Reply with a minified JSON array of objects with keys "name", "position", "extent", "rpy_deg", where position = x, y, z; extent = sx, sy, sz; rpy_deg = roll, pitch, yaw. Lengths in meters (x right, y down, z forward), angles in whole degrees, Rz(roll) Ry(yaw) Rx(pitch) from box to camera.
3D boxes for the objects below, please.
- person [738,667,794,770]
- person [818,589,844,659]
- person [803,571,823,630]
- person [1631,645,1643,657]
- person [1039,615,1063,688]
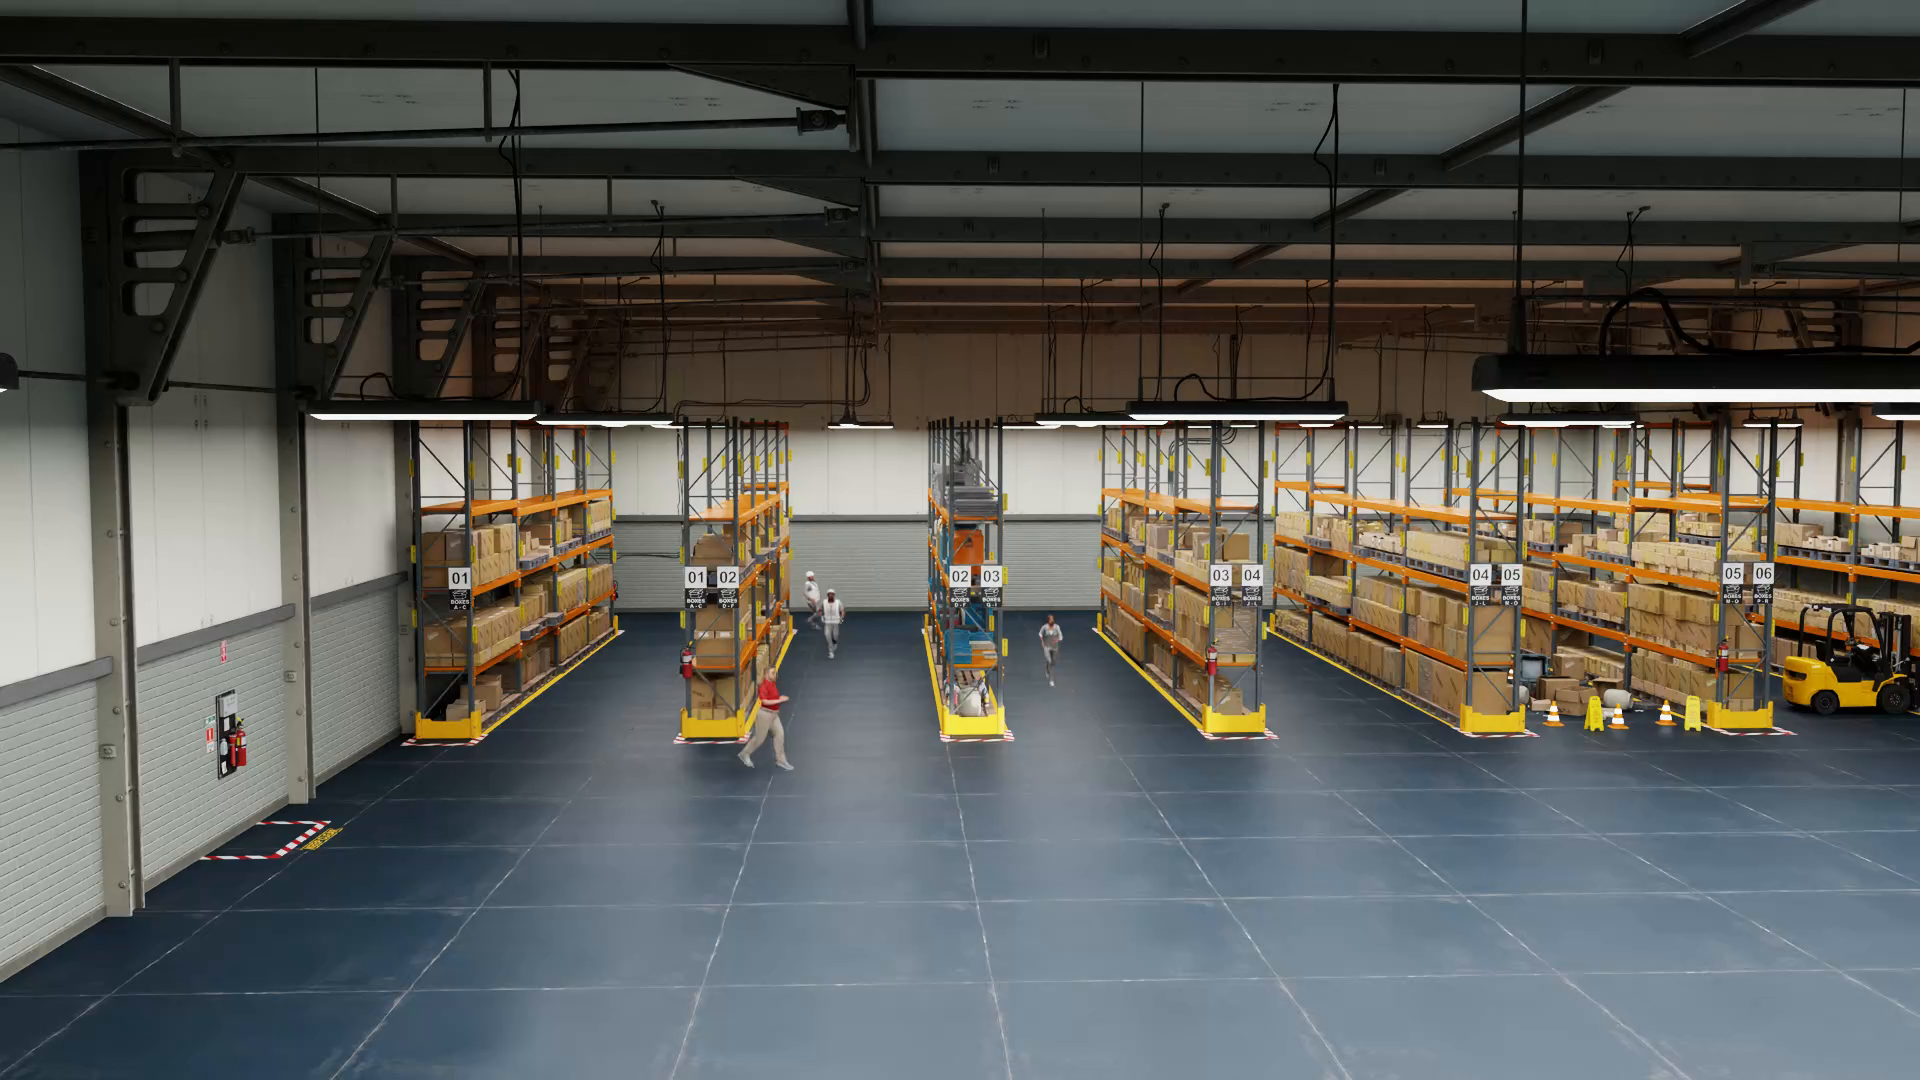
[{"name":"person","position":[-3.273,3.004,28.075],"extent":[0.957,1.744,0.649],"rpy_deg":[1,4,16]},{"name":"person","position":[-3.272,2.109,42.199],"extent":[0.682,1.748,0.699],"rpy_deg":[0,4,-4]},{"name":"person","position":[-4.228,1.749,47.957],"extent":[0.464,1.710,0.700],"rpy_deg":[2,4,22]},{"name":"person","position":[16.589,2.193,40.468],"extent":[0.722,1.759,1.095],"rpy_deg":[0,4,-2]},{"name":"person","position":[2.057,2.489,37.591],"extent":[0.497,1.620,1.005],"rpy_deg":[-1,4,-11]}]
